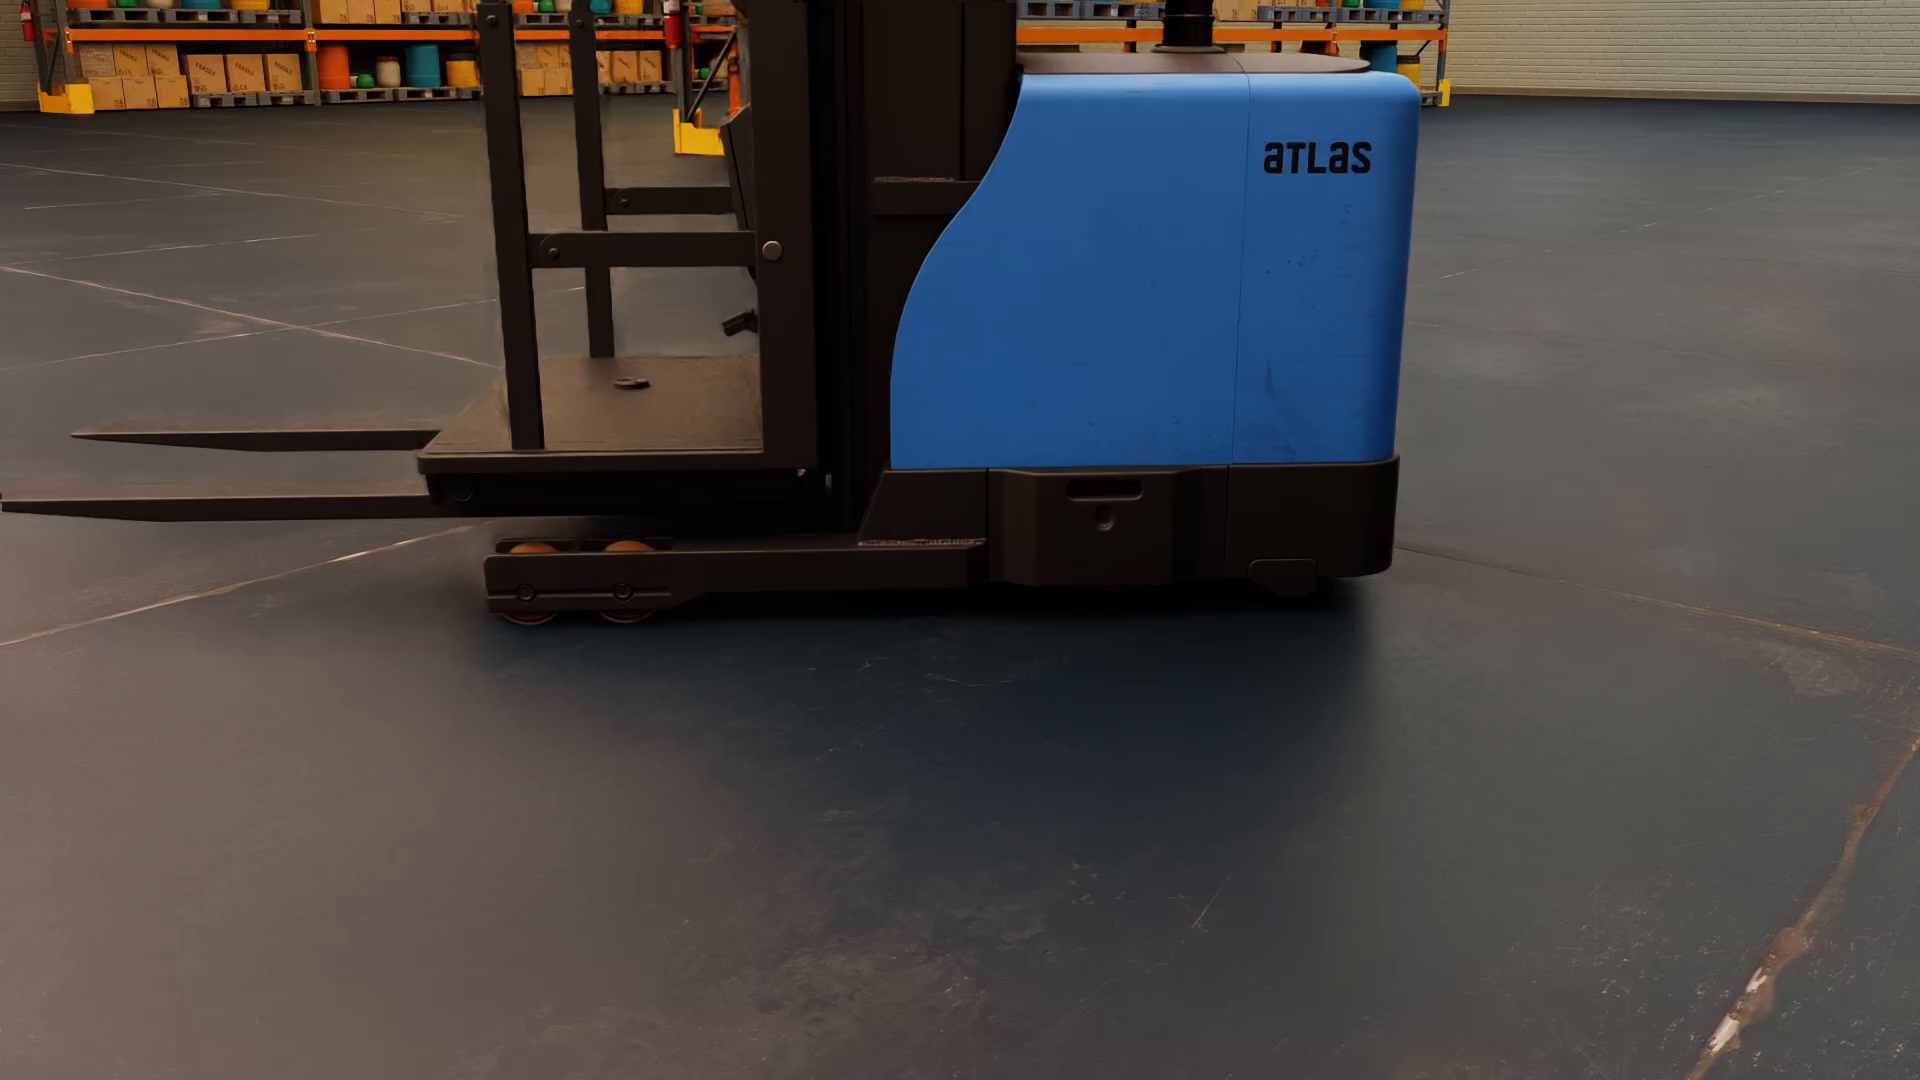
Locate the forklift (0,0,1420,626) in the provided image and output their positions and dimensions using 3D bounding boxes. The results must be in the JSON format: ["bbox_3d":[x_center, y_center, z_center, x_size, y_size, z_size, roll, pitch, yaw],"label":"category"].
[{"bbox_3d":[-0.620,-1.387,3.465,3.031,2.935,1.130,-1,17,-3],"label":"forklift"}]
